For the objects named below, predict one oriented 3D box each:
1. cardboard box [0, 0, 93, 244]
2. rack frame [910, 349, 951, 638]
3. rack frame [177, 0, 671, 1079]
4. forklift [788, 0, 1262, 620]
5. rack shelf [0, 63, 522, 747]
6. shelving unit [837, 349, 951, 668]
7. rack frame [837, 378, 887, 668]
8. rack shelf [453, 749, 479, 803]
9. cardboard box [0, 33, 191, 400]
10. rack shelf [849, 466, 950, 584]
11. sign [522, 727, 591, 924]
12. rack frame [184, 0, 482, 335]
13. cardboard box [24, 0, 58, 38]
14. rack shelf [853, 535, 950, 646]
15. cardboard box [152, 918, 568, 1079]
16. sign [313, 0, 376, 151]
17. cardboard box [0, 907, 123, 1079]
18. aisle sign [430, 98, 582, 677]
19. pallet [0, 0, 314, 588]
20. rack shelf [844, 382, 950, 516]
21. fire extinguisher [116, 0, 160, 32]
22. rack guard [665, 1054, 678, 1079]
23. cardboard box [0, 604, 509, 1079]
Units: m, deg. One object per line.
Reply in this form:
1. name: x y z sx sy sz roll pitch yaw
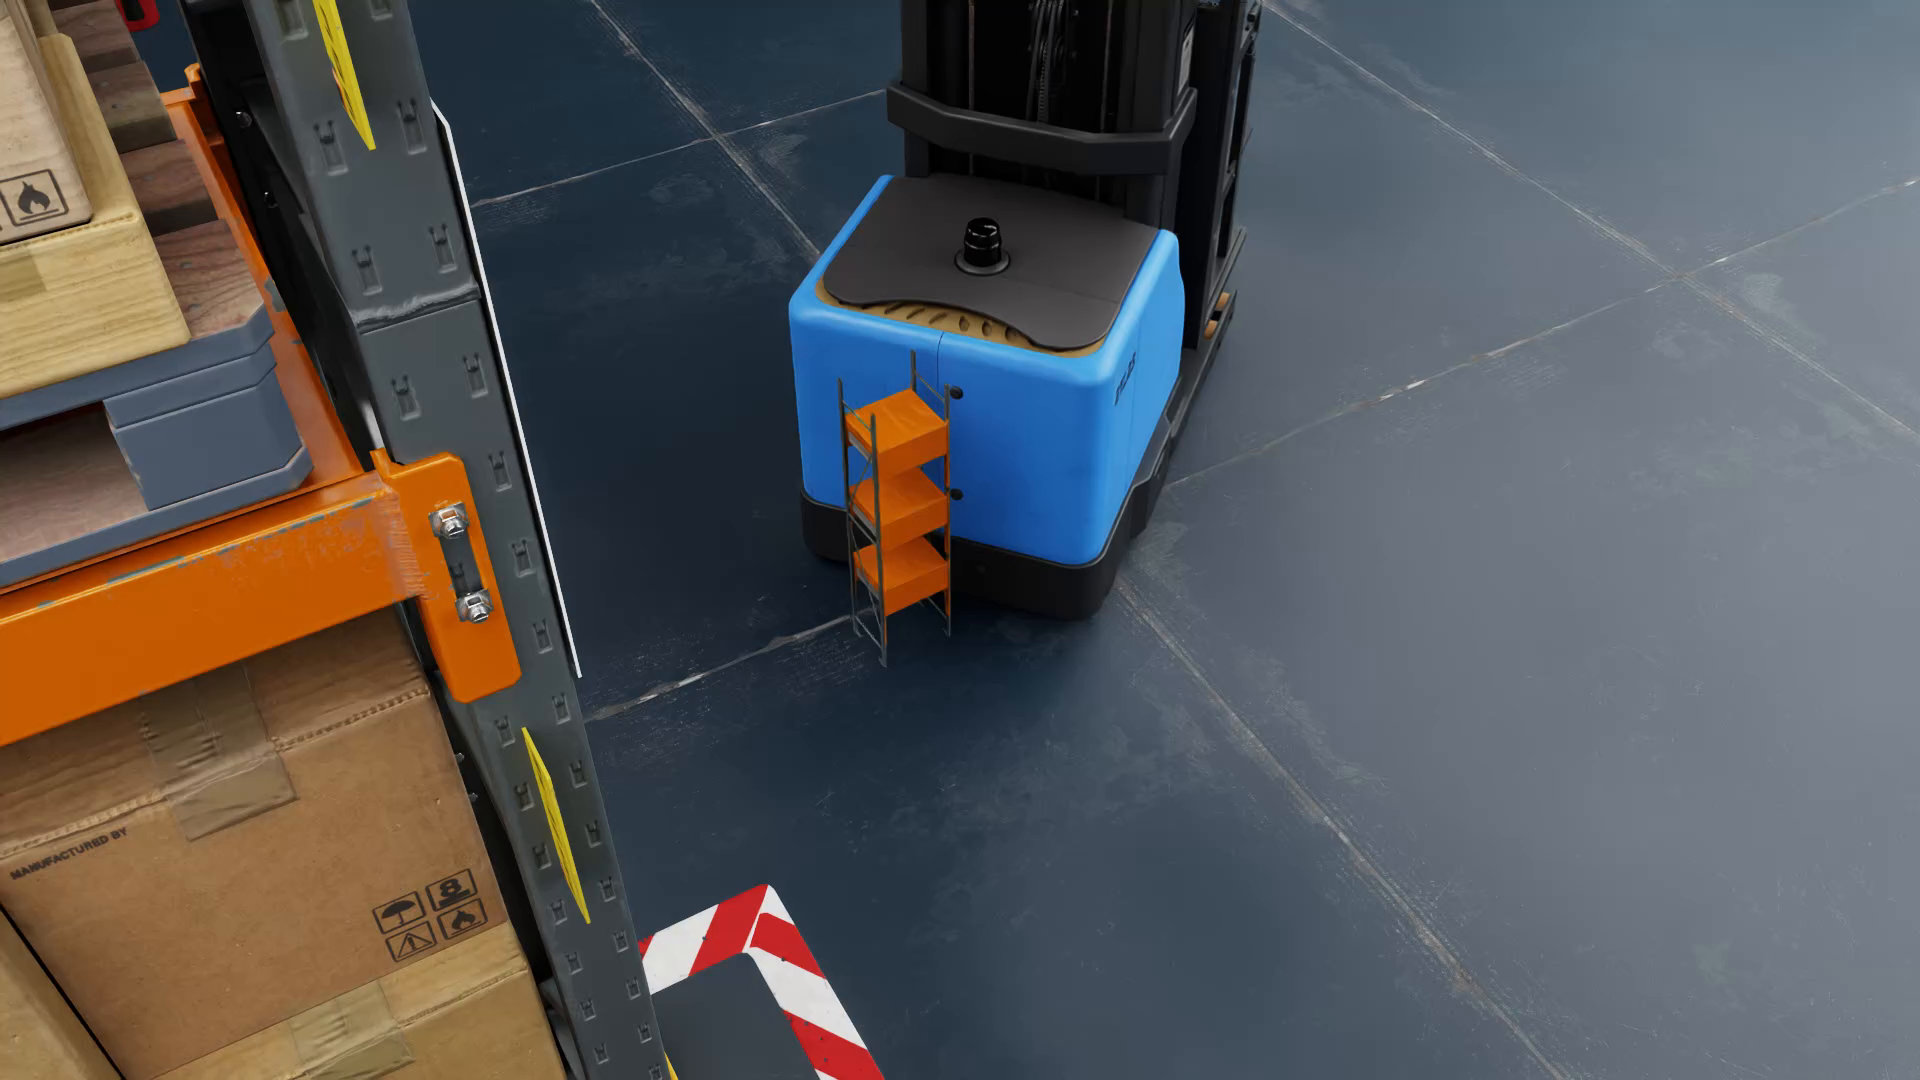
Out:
1. cardboard box: -1.077 -0.428 1.404 0.500 0.250 0.500 -21 48 -20
2. rack frame: -0.086 -0.117 5.117 0.008 1.050 0.200 -24 49 -23
3. rack frame: -0.792 0.549 3.030 0.127 3.000 1.000 -22 48 -21
4. forklift: 0.452 -1.835 5.536 1.130 2.935 3.031 14 46 14
5. rack shelf: -2.526 0.425 1.521 4.000 0.370 1.077 -22 48 -21
6. shelving unit: -0.189 -0.071 5.069 0.252 1.050 0.215 -24 49 -23
7. rack frame: -0.291 -0.025 5.021 0.008 1.050 0.200 -24 49 -23
8. rack shelf: -2.526 1.502 2.566 4.000 0.370 1.077 -22 48 -21
9. cardboard box: -0.912 -0.303 1.562 0.250 0.149 0.380 -22 48 -21
10. rack shelf: -0.189 -0.063 5.077 0.240 0.259 0.215 -24 49 -23
11. sign: -0.534 0.381 2.202 0.005 0.325 0.100 -22 48 -21
12. rack frame: -0.792 -1.603 0.941 0.127 3.000 1.000 -22 48 -21
13. cardboard box: -1.249 -0.698 1.969 0.250 0.149 0.380 -21 48 -21
14. rack shelf: -0.189 0.136 5.270 0.240 0.259 0.215 -24 49 -23
15. cardboard box: -1.091 0.652 2.817 0.550 0.550 0.875 -22 48 -21
16. sign: -0.534 -0.484 1.362 0.005 0.325 0.100 -22 48 -21
17. cardboard box: -1.564 0.460 2.239 0.550 0.550 0.875 -22 48 -21
18. aisle sign: -0.581 -0.227 1.963 0.004 0.787 0.394 -22 48 -21
19. pallet: -1.430 -0.231 1.745 1.213 0.211 1.003 -22 48 -21
20. rack shelf: -0.189 -0.267 4.879 0.240 0.259 0.215 -24 49 -23
21. fire extinguisher: -3.017 -2.138 5.855 0.183 0.674 0.296 -22 48 -21
22. rack guard: -0.771 1.438 3.909 0.348 0.500 1.175 -22 48 -21
23. cardboard box: -1.133 0.213 2.493 0.550 0.550 0.875 -22 48 -21
